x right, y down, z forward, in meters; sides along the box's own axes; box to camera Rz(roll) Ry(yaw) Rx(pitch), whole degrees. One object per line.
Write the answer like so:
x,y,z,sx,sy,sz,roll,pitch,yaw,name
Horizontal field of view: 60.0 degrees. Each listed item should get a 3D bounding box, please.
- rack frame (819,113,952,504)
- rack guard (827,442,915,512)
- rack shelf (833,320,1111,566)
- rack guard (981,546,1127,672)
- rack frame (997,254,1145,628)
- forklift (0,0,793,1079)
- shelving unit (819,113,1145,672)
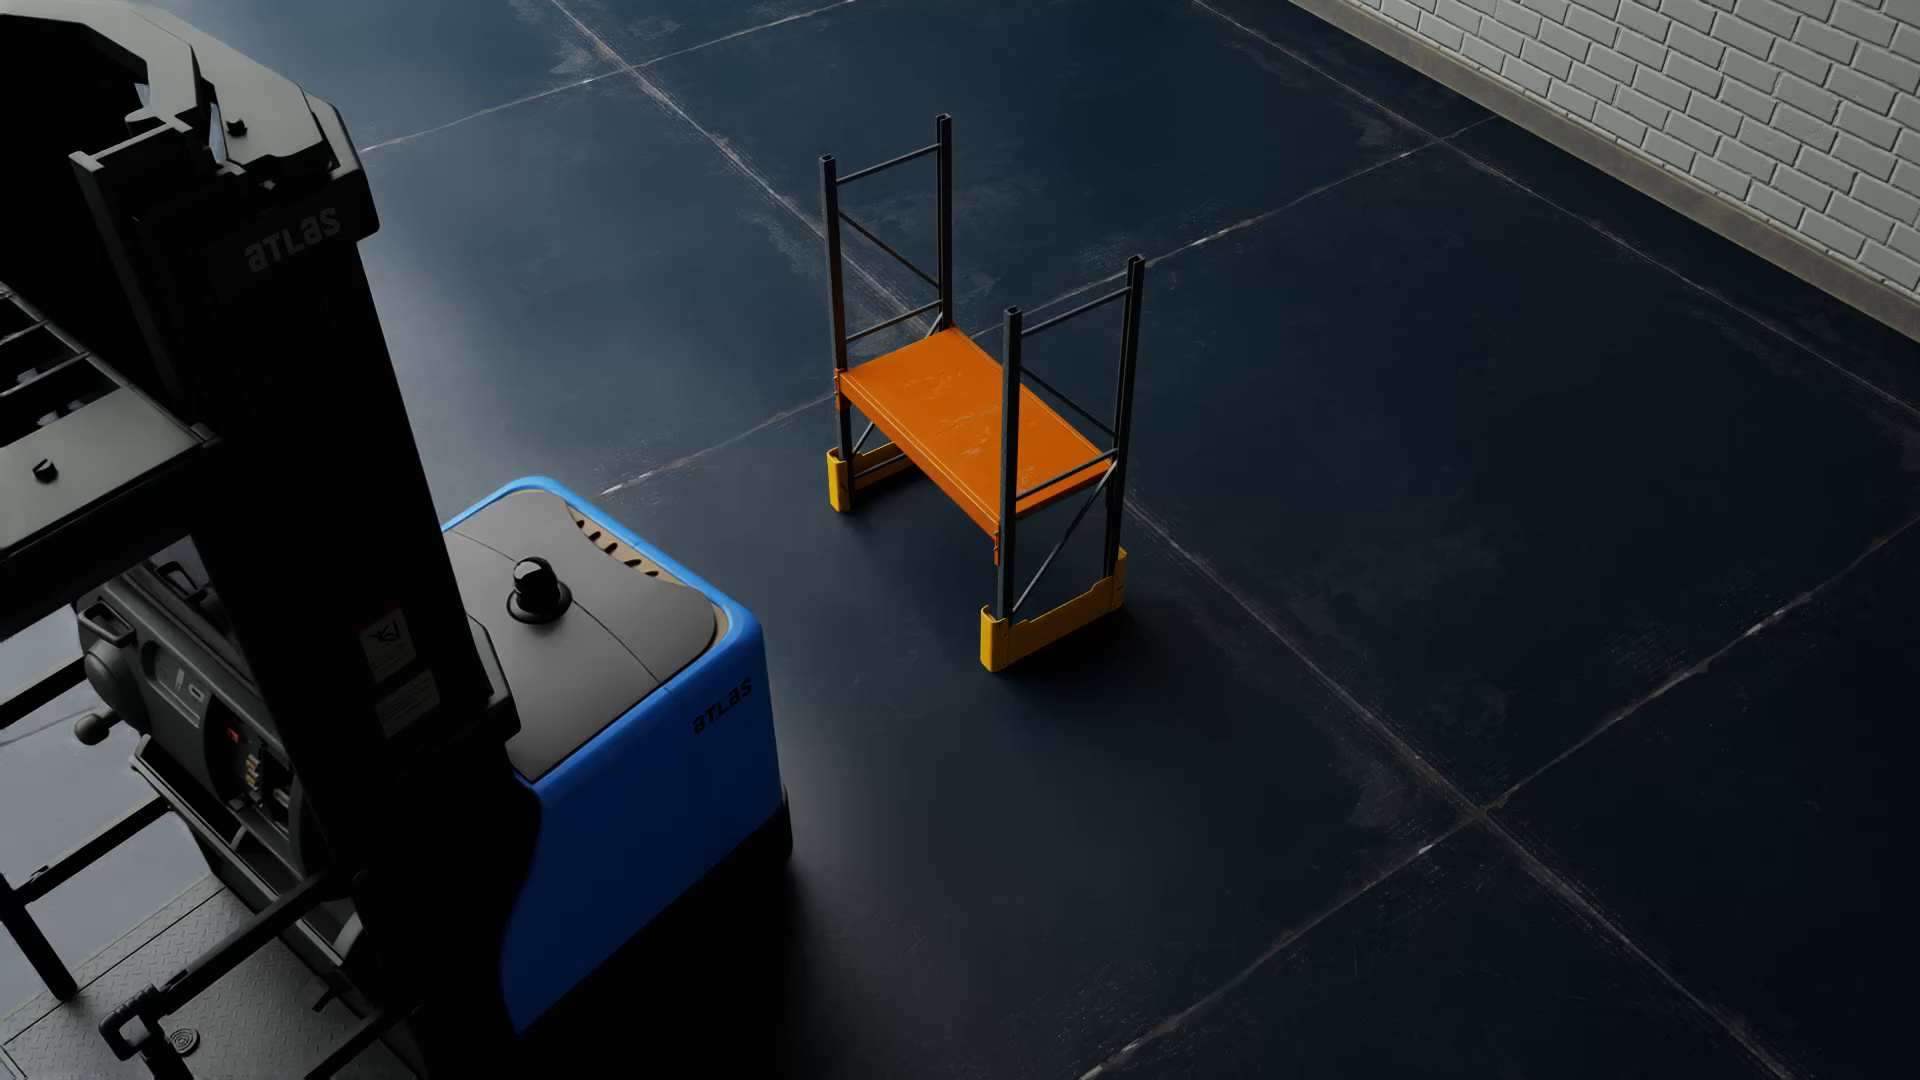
-0.242,-0.782,5.983,0.500,1.500,0.032,-26,49,-24,rack frame
-0.241,-0.329,6.414,0.587,0.250,0.087,-26,49,-24,rack guard
0.049,-0.364,5.806,0.538,0.185,1.000,-26,49,-24,rack shelf
0.329,0.235,5.823,0.587,0.250,0.087,-26,49,-24,rack guard
0.340,-0.206,5.380,0.500,1.500,0.032,-26,49,-24,rack frame
-1.860,0.489,3.615,1.130,2.935,3.031,31,52,28,forklift
0.044,-0.499,5.687,0.587,1.500,1.083,-26,49,-24,shelving unit
